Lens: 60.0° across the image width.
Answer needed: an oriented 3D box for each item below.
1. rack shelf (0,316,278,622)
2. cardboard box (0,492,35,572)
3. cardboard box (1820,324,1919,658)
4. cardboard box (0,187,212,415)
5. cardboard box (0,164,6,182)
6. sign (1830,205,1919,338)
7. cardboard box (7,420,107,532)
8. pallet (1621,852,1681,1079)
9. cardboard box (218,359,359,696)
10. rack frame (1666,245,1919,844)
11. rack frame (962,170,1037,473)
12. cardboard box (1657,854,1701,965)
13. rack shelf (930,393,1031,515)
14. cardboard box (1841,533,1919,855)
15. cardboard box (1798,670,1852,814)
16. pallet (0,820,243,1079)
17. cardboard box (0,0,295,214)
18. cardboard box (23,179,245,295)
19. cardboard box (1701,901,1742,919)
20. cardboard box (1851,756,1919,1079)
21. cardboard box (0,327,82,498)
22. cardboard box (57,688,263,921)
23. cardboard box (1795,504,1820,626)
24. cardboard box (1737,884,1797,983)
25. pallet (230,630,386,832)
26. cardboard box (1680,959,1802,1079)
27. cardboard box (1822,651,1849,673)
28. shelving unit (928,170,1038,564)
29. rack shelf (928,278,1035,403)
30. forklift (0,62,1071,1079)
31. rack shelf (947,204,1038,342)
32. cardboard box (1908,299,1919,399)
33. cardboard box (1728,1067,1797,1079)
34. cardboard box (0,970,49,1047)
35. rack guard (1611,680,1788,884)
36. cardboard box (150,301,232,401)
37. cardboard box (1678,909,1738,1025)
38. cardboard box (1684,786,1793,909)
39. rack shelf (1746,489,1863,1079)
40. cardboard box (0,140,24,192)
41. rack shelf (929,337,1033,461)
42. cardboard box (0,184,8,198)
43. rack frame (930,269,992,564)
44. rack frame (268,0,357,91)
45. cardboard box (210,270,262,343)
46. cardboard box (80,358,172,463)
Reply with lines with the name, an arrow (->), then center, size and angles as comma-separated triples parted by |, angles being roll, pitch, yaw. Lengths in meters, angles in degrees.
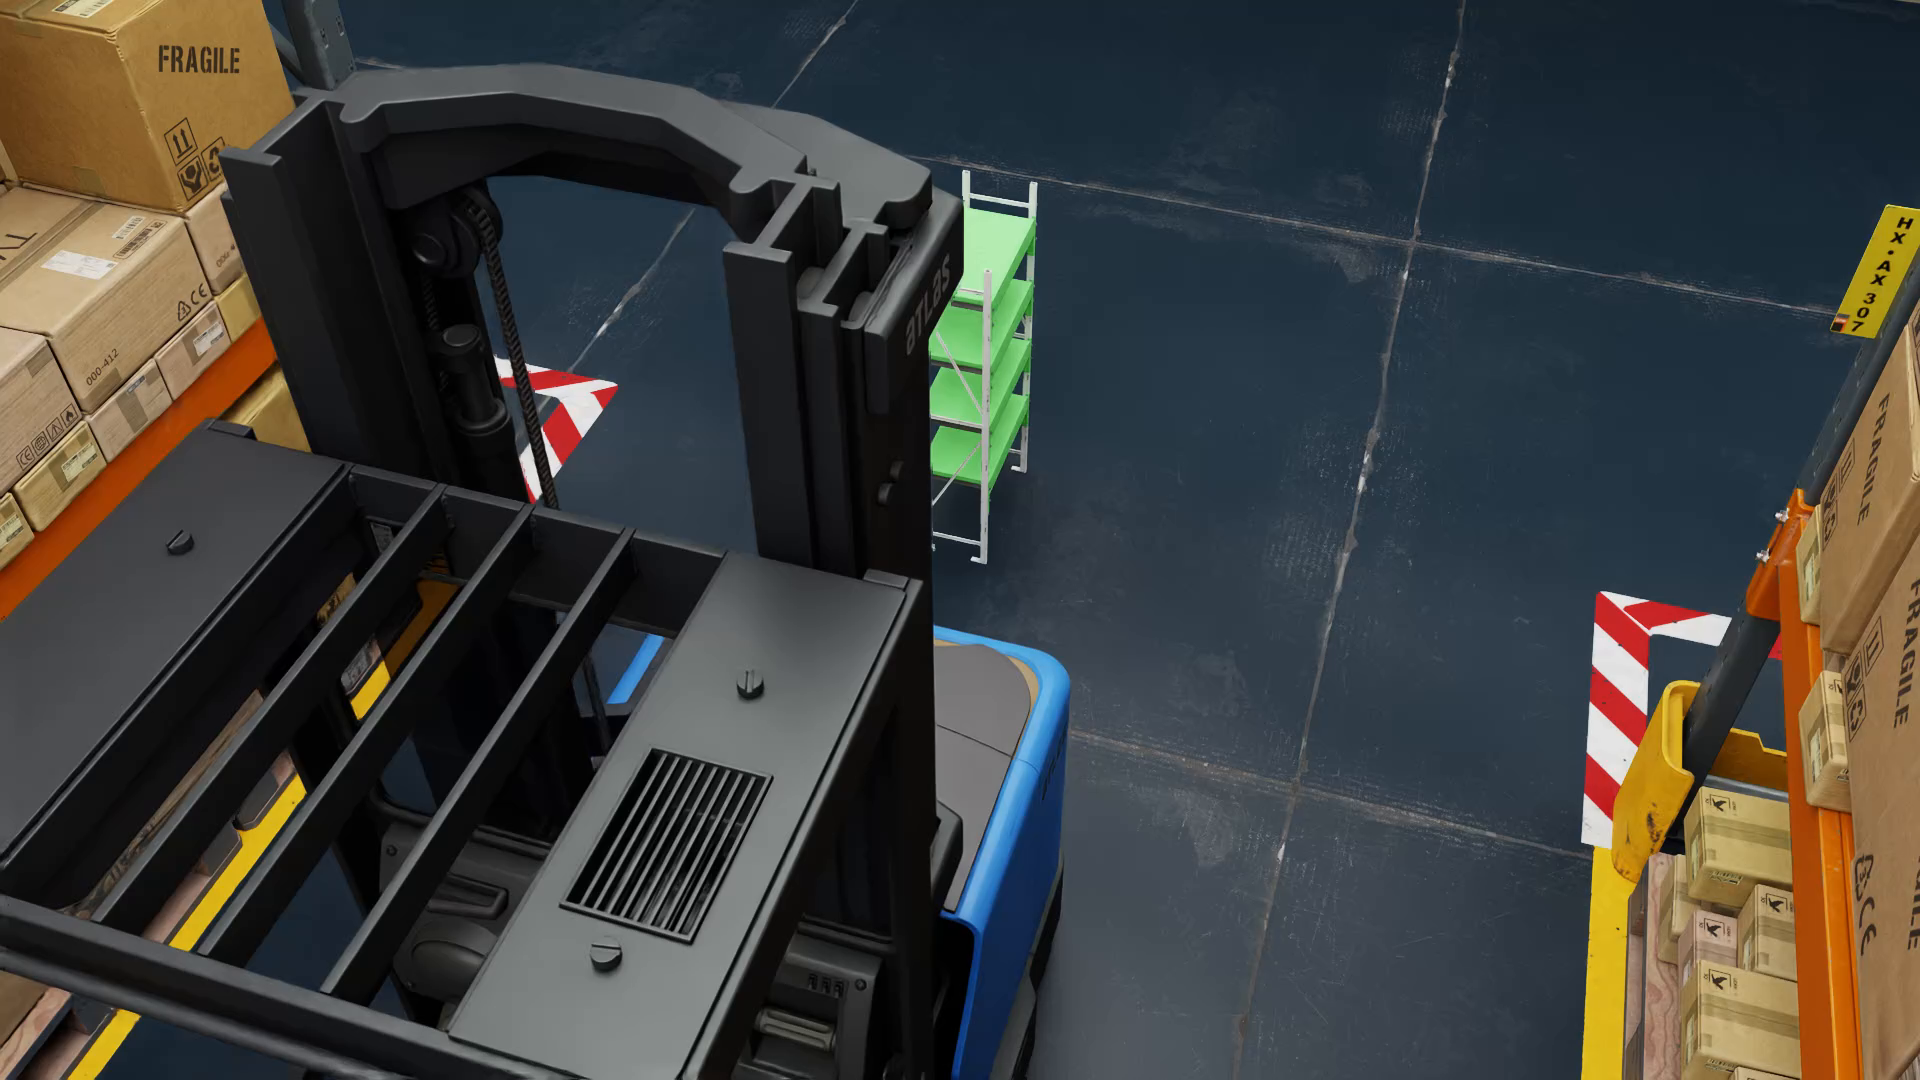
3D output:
rack shelf -> -2.805, 0.325, 3.788 | 1.077, 0.370, 4.000 | 13, 46, 13
cardboard box -> -2.379, -0.015, 3.800 | 0.380, 0.149, 0.250 | 13, 46, 13
cardboard box -> 2.098, -0.049, 3.371 | 0.500, 0.500, 0.500 | 15, 46, 14
cardboard box -> -2.247, -0.601, 4.114 | 0.500, 0.250, 0.500 | 12, 46, 12
cardboard box -> -2.753, -0.990, 3.976 | 0.500, 0.500, 0.500 | 12, 46, 12
sign -> 1.980, -0.572, 3.571 | 0.100, 0.325, 0.005 | 13, 46, 13
cardboard box -> -2.301, -0.188, 3.977 | 0.380, 0.149, 0.250 | 12, 46, 12
pallet -> 2.195, 1.434, 4.134 | 1.003, 0.211, 1.213 | 13, 46, 13
cardboard box -> -2.317, -0.213, 5.042 | 0.875, 0.875, 0.875 | 13, 46, 13
rack frame -> 2.497, -0.148, 3.756 | 1.000, 3.000, 0.127 | 13, 46, 13
rack frame -> 0.124, -0.702, 5.609 | 0.240, 1.200, 0.015 | 13, 46, 12
cardboard box -> 2.034, 1.003, 4.319 | 0.380, 0.149, 0.250 | 13, 46, 13
rack shelf -> 0.050, -0.322, 5.656 | 0.258, 0.148, 0.480 | 13, 46, 12
cardboard box -> 1.960, 0.313, 3.001 | 0.500, 0.500, 0.500 | 13, 46, 13
cardboard box -> 1.917, 0.435, 3.340 | 0.380, 0.149, 0.250 | 11, 46, 11
pallet -> -2.738, 1.091, 4.484 | 1.003, 0.211, 1.213 | 13, 46, 12
cardboard box -> -2.096, -1.206, 4.196 | 0.500, 0.500, 0.500 | 13, 46, 13
cardboard box -> -2.093, -0.939, 4.459 | 0.500, 0.250, 0.500 | 12, 46, 12
cardboard box -> 2.094, 0.910, 4.201 | 0.380, 0.149, 0.250 | 14, 46, 14
cardboard box -> 1.800, 0.637, 2.670 | 0.500, 0.500, 0.500 | 13, 46, 13
cardboard box -> -2.401, -0.262, 3.767 | 0.500, 0.250, 0.500 | 11, 45, 11
cardboard box -> -2.592, 0.394, 4.422 | 0.875, 0.875, 0.875 | 13, 46, 13
cardboard box -> 2.087, 0.089, 3.694 | 0.380, 0.149, 0.250 | 12, 46, 12
cardboard box -> 2.046, 0.995, 3.901 | 0.380, 0.149, 0.250 | 13, 46, 13
pallet -> -2.367, 0.281, 5.312 | 1.003, 0.211, 1.213 | 13, 46, 13
cardboard box -> 1.848, 1.136, 3.757 | 0.380, 0.149, 0.250 | 12, 46, 12
cardboard box -> 2.049, 0.267, 3.512 | 0.380, 0.149, 0.250 | 14, 46, 14
shelving unit -> 0.050, -0.539, 5.443 | 0.258, 1.200, 0.503 | 13, 46, 12
rack shelf -> 0.050, -0.665, 5.320 | 0.258, 0.148, 0.480 | 13, 46, 12
forklift -> -0.654, 0.876, 2.759 | 1.130, 2.935, 3.031 | 13, 46, 12
rack shelf -> 0.050, -0.837, 5.152 | 0.258, 0.148, 0.480 | 13, 46, 12
cardboard box -> 2.108, -0.404, 3.019 | 0.500, 0.500, 0.500 | 12, 46, 12
cardboard box -> 1.851, 1.319, 3.570 | 0.380, 0.149, 0.250 | 10, 45, 11
cardboard box -> -2.862, 0.987, 3.815 | 0.875, 0.875, 0.875 | 13, 46, 13
rack guard -> 2.474, 0.796, 4.579 | 1.175, 0.500, 0.348 | 13, 46, 13
cardboard box -> -2.148, -0.527, 4.324 | 0.380, 0.149, 0.250 | 13, 46, 13
cardboard box -> 1.957, 1.080, 4.027 | 0.380, 0.149, 0.250 | 12, 46, 12
cardboard box -> 2.015, 0.786, 4.115 | 0.380, 0.149, 0.250 | 11, 45, 11
rack shelf -> 1.892, 1.443, 2.645 | 1.077, 0.370, 4.000 | 13, 46, 13
cardboard box -> -2.602, -1.055, 4.578 | 0.500, 0.250, 0.500 | 11, 46, 11
rack shelf -> 0.050, -0.494, 5.488 | 0.258, 0.148, 0.480 | 13, 46, 12
cardboard box -> -2.753, -0.708, 4.223 | 0.500, 0.250, 0.500 | 12, 46, 12
rack frame -> -0.024, -0.377, 5.277 | 0.240, 1.200, 0.015 | 13, 46, 12
rack frame -> -2.199, -1.266, 4.899 | 1.000, 3.000, 0.127 | 13, 46, 13
cardboard box -> -2.070, -0.695, 4.495 | 0.380, 0.149, 0.250 | 13, 46, 13
cardboard box -> -2.224, -0.361, 4.154 | 0.380, 0.149, 0.250 | 13, 46, 13
